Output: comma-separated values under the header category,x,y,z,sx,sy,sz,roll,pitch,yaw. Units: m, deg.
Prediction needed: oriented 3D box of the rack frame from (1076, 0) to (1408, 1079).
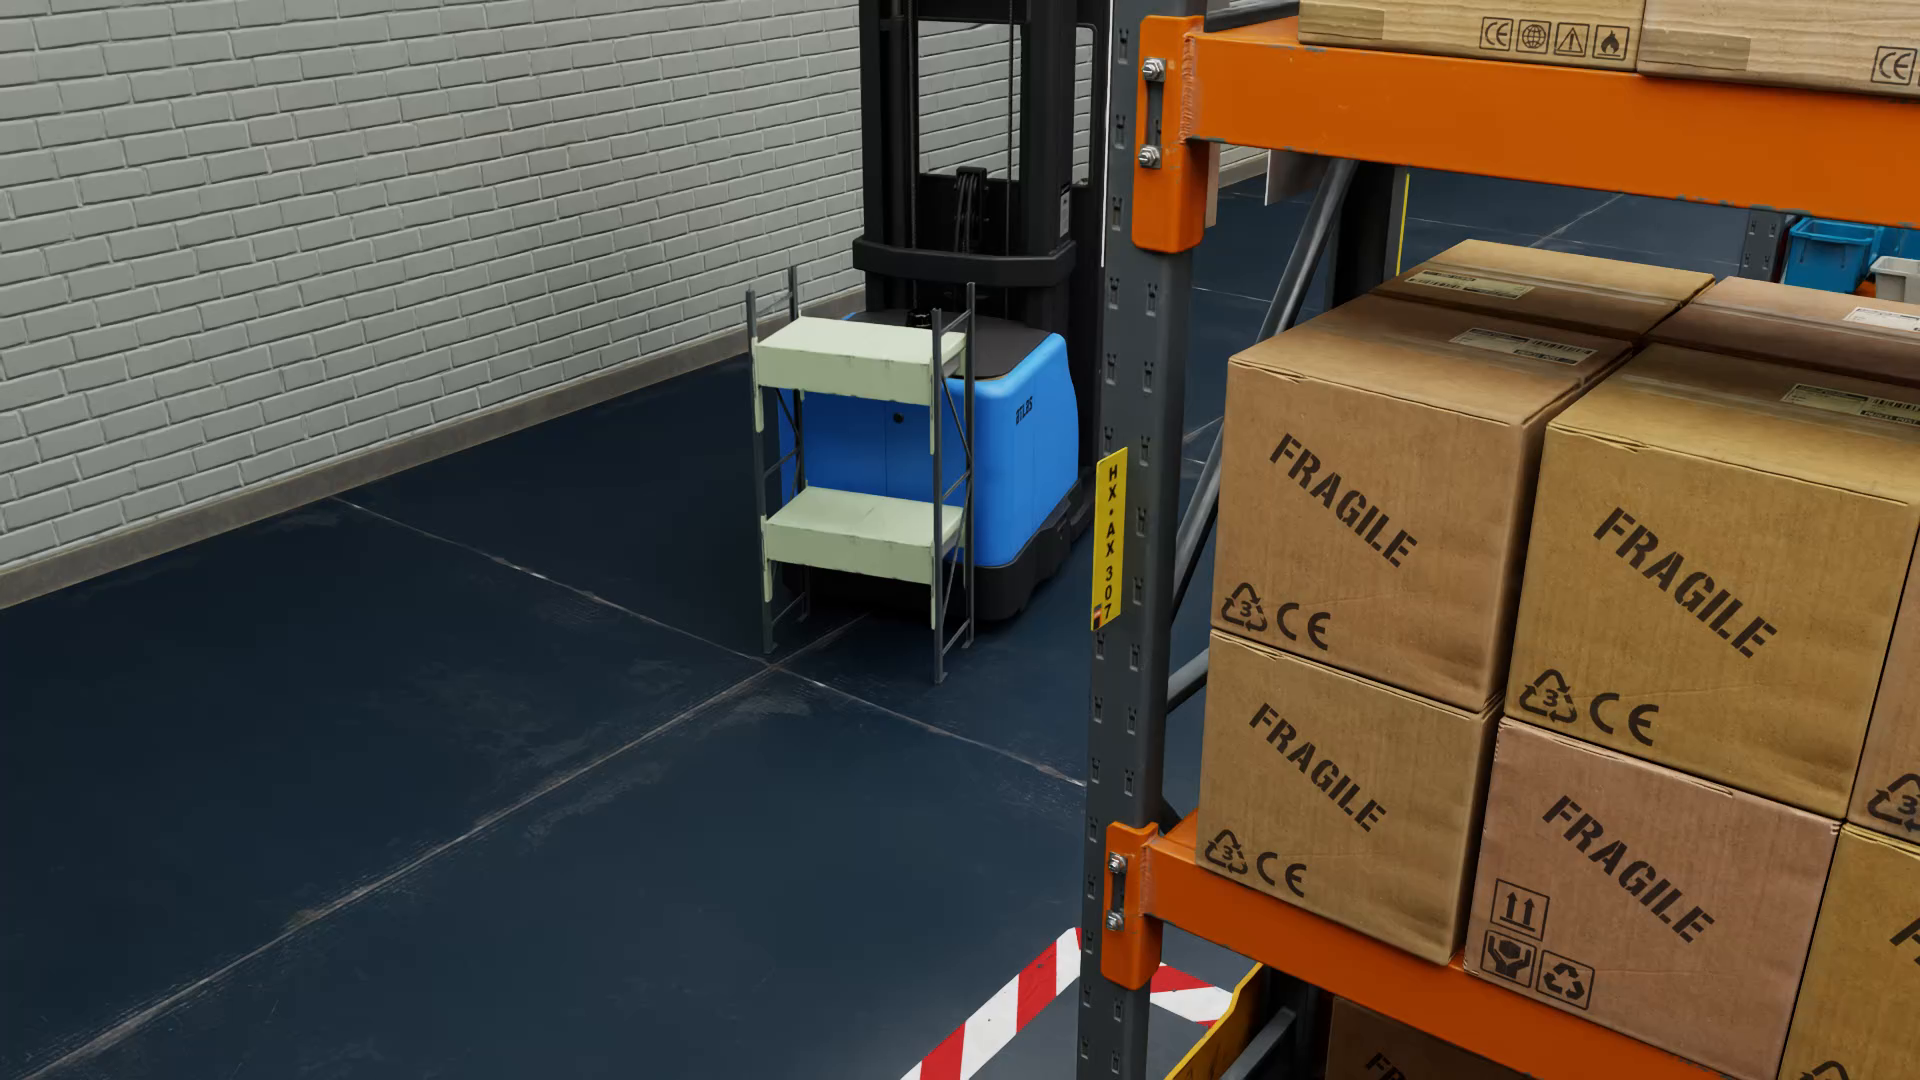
category,x,y,z,sx,sy,sz,roll,pitch,yaw
rack frame,0.592,0.221,3.528,0.127,3.000,1.000,17,29,33

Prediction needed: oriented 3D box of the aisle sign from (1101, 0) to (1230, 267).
category,x,y,z,sx,sy,sz,roll,pitch,yaw
aisle sign,0.361,-0.890,2.826,0.004,0.787,0.394,17,29,33

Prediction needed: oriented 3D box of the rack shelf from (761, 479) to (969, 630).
category,x,y,z,sx,sy,sz,roll,pitch,yaw
rack shelf,-0.366,0.048,6.590,0.720,0.370,0.431,8,25,18

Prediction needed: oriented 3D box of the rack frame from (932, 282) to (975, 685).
category,x,y,z,sx,sy,sz,roll,pitch,yaw
rack frame,-0.021,-0.201,6.345,0.023,1.500,0.400,8,25,18

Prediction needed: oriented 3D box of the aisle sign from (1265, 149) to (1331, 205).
category,x,y,z,sx,sy,sz,roll,pitch,yaw
aisle sign,0.721,-1.084,3.266,0.004,0.787,0.394,17,29,33

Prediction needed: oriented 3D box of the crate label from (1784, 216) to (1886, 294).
category,x,y,z,sx,sy,sz,roll,pitch,yaw
crate label,3.566,-1.161,6.798,0.303,0.233,0.416,17,29,33

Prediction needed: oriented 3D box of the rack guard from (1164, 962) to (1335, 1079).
category,x,y,z,sx,sy,sz,roll,pitch,yaw
rack guard,0.653,1.383,3.990,0.348,0.500,1.175,17,29,33

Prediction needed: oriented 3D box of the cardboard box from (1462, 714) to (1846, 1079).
category,x,y,z,sx,sy,sz,roll,pitch,yaw
cardboard box,1.205,0.491,2.792,0.500,0.500,0.500,16,29,33

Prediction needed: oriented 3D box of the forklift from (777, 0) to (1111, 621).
category,x,y,z,sx,sy,sz,roll,pitch,yaw
forklift,0.211,-1.577,7.695,1.130,2.935,3.031,8,25,18

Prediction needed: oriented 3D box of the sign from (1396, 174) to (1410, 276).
category,x,y,z,sx,sy,sz,roll,pitch,yaw
sign,0.941,-0.628,3.626,0.005,0.325,0.100,17,29,33

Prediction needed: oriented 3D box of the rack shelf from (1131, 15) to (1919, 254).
category,x,y,z,sx,sy,sz,roll,pitch,yaw
rack shelf,2.192,-0.339,1.971,4.000,0.370,1.077,17,29,33

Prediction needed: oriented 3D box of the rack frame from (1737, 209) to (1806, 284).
category,x,y,z,sx,sy,sz,roll,pitch,yaw
rack frame,3.566,-1.376,7.153,0.127,3.000,1.000,17,29,33

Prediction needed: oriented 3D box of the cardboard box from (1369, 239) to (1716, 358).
category,x,y,z,sx,sy,sz,roll,pitch,yaw
cardboard box,1.113,-0.263,3.263,0.500,0.500,0.500,17,29,33

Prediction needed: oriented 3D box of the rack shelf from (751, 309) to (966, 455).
category,x,y,z,sx,sy,sz,roll,pitch,yaw
rack shelf,-0.366,-0.608,6.301,0.720,0.370,0.431,8,25,18

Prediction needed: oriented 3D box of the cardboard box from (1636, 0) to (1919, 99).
category,x,y,z,sx,sy,sz,roll,pitch,yaw
cardboard box,1.243,-0.752,2.202,0.500,0.250,0.500,17,29,33

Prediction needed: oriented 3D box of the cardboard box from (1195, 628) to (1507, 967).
category,x,y,z,sx,sy,sz,roll,pitch,yaw
cardboard box,0.789,0.368,3.071,0.500,0.500,0.500,18,29,34

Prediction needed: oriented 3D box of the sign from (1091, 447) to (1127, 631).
category,x,y,z,sx,sy,sz,roll,pitch,yaw
sign,0.267,0.000,2.956,0.005,0.325,0.100,17,29,33

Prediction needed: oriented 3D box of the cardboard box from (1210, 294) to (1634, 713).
category,x,y,z,sx,sy,sz,roll,pitch,yaw
cardboard box,0.789,-0.090,2.870,0.500,0.500,0.500,18,29,35

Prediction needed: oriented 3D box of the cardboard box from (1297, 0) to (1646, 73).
category,x,y,z,sx,sy,sz,roll,pitch,yaw
cardboard box,0.851,-0.877,2.485,0.500,0.250,0.500,17,29,33

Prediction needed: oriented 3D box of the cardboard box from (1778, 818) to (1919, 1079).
category,x,y,z,sx,sy,sz,roll,pitch,yaw
cardboard box,1.605,0.613,2.514,0.500,0.500,0.500,17,29,33

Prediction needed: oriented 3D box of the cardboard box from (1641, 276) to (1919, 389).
category,x,y,z,sx,sy,sz,roll,pitch,yaw
cardboard box,1.518,-0.141,2.987,0.500,0.500,0.500,18,29,35

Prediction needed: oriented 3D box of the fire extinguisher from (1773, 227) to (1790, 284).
category,x,y,z,sx,sy,sz,roll,pitch,yaw
fire extinguisher,3.718,-1.353,7.660,0.183,0.674,0.296,17,29,33

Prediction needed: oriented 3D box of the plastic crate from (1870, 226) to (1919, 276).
category,x,y,z,sx,sy,sz,roll,pitch,yaw
plastic crate,3.946,-1.399,7.087,0.499,0.435,0.616,17,29,33

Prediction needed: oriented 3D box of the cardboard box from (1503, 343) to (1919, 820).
category,x,y,z,sx,sy,sz,roll,pitch,yaw
cardboard box,1.212,0.034,2.588,0.500,0.500,0.500,17,29,34

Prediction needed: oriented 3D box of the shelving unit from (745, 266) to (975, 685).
category,x,y,z,sx,sy,sz,roll,pitch,yaw
shelving unit,-0.366,-0.250,6.458,0.755,1.500,0.431,8,25,18

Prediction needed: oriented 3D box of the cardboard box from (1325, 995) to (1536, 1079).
category,x,y,z,sx,sy,sz,roll,pitch,yaw
cardboard box,1.175,1.216,3.825,0.500,0.500,0.500,17,29,33

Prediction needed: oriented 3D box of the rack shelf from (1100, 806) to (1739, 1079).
category,x,y,z,sx,sy,sz,roll,pitch,yaw
rack shelf,2.192,1.034,2.575,4.000,0.370,1.077,17,29,33

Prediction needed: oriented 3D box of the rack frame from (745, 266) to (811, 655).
category,x,y,z,sx,sy,sz,roll,pitch,yaw
rack frame,-0.710,-0.300,6.572,0.023,1.500,0.400,8,25,18

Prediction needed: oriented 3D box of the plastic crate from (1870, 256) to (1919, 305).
category,x,y,z,sx,sy,sz,roll,pitch,yaw
plastic crate,3.773,-1.013,6.581,0.298,0.136,0.250,17,29,33

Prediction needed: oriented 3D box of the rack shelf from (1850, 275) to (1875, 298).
category,x,y,z,sx,sy,sz,roll,pitch,yaw
rack shelf,5.166,-0.563,6.201,4.000,0.370,1.077,17,29,33

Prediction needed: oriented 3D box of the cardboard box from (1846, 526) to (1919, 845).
category,x,y,z,sx,sy,sz,roll,pitch,yaw
cardboard box,1.609,0.157,2.310,0.500,0.500,0.500,17,29,34
